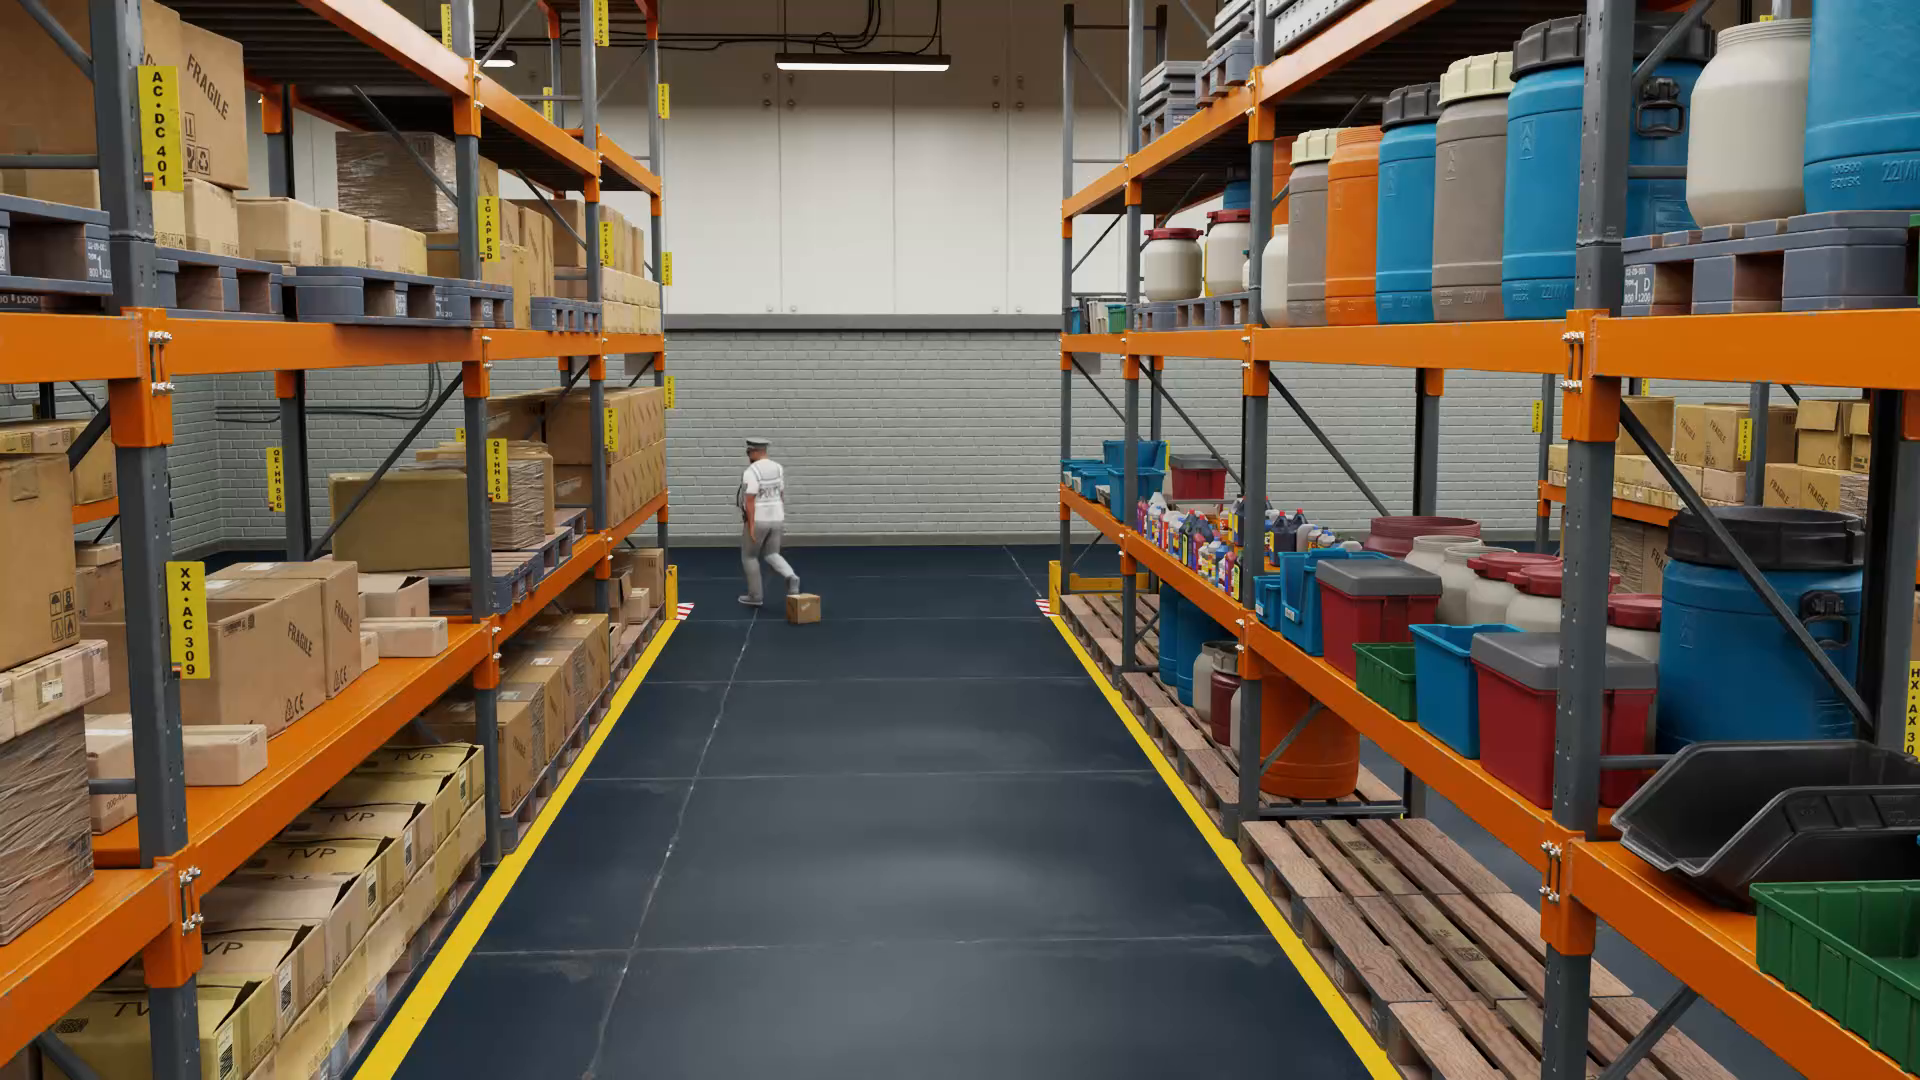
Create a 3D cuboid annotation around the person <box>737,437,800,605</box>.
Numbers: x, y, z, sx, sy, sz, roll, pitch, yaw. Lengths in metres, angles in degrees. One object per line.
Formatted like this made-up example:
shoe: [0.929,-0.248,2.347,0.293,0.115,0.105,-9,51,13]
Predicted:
person: [-1.987,-0.187,17.073,0.703,1.725,0.550,6,9,43]
